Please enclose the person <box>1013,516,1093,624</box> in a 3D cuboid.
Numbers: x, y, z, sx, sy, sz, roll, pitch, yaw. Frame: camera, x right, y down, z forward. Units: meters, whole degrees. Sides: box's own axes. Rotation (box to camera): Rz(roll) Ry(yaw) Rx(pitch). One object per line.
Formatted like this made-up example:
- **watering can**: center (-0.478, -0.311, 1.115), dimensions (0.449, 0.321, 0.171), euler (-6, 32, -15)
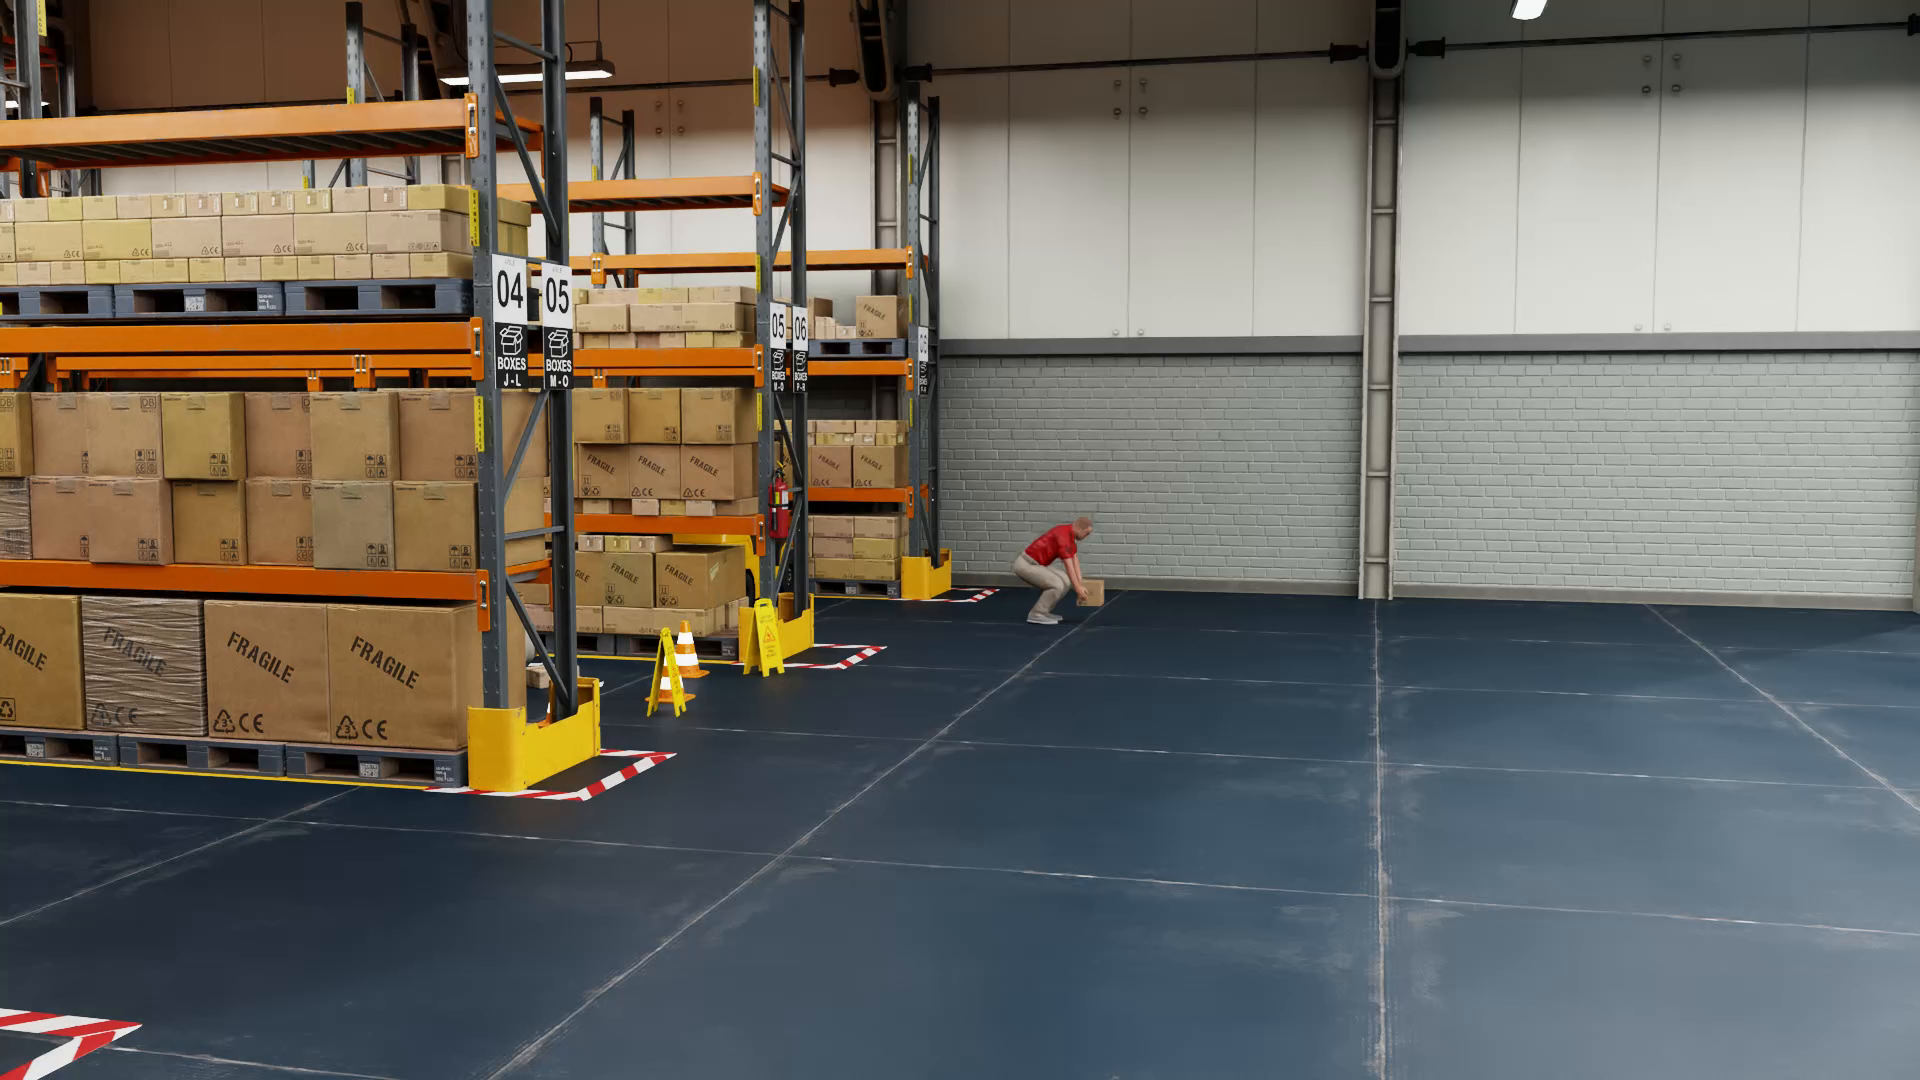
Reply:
- **person**: center (0.990, 0.312, 17.547), dimensions (0.821, 1.125, 0.577), euler (1, 5, 13)
